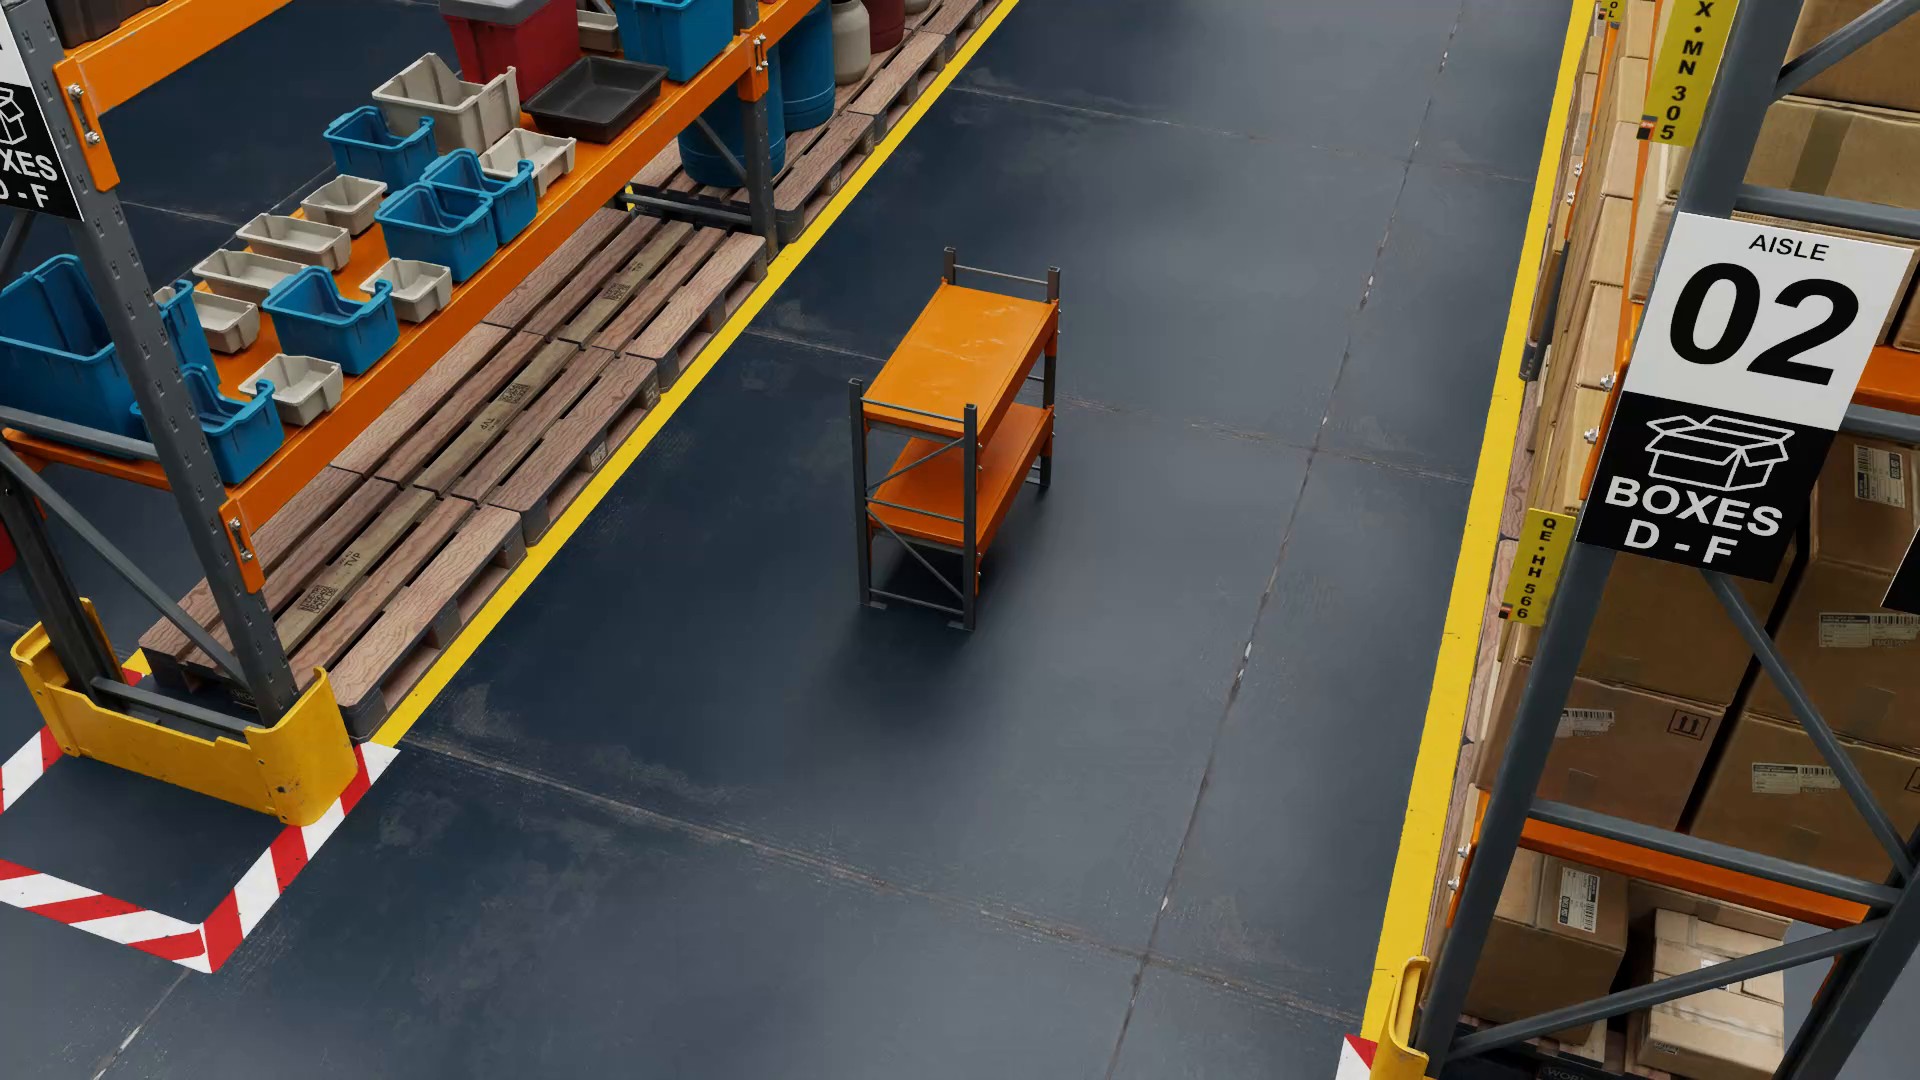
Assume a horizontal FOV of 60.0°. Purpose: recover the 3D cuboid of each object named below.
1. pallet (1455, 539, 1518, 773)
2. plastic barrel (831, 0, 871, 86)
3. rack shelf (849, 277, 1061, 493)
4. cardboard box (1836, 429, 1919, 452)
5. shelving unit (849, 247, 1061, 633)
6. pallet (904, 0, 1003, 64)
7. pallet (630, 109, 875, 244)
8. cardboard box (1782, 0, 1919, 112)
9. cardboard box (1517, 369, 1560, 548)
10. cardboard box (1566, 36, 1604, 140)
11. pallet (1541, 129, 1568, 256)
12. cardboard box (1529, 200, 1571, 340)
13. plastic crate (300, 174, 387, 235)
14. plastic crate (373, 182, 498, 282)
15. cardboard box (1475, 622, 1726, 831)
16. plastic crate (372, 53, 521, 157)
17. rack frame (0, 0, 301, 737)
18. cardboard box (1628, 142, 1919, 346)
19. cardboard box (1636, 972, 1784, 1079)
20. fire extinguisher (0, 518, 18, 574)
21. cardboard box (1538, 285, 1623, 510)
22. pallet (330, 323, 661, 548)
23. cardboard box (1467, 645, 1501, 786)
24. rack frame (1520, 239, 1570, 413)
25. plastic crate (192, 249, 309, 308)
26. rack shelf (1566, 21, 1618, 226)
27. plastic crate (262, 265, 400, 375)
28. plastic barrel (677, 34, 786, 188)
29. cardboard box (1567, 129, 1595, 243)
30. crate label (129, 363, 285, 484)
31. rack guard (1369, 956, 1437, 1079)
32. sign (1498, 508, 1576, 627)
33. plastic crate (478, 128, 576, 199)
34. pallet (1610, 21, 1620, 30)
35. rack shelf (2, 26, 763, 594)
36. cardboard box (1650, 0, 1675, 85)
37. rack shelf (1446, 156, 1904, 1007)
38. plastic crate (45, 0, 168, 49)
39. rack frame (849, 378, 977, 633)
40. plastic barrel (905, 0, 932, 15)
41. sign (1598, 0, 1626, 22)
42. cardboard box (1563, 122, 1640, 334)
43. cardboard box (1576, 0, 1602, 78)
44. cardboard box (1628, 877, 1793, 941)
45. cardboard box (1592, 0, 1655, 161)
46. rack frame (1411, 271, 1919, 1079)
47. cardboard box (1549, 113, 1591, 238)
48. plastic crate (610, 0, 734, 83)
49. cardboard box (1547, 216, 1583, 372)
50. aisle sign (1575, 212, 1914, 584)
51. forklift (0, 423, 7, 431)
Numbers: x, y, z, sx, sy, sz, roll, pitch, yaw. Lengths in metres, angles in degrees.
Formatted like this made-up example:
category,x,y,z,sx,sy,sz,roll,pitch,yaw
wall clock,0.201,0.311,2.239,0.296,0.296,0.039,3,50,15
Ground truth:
category,x,y,z,sx,sy,sz,roll,pitch,yaw
pallet,2.522,0.548,6.445,1.003,0.211,1.213,13,42,15
plastic barrel,-0.759,-3.078,10.139,0.421,0.512,0.421,0,40,0
rack shelf,-0.002,-0.646,6.690,0.538,0.278,1.000,13,42,15
cardboard box,2.377,-0.189,4.314,0.500,0.500,0.500,14,42,16
shelving unit,-0.002,-0.424,6.880,0.538,1.125,1.048,13,42,15
pallet,-0.343,-3.668,11.387,1.003,0.211,1.213,13,42,15
pallet,-1.177,-2.180,9.643,1.003,0.211,1.213,13,42,15
cardboard box,1.966,-1.115,3.087,0.700,0.500,0.500,13,42,15
cardboard box,2.053,-0.230,5.132,0.500,0.500,0.500,14,42,15
cardboard box,3.767,-2.495,9.450,0.500,0.500,0.500,13,42,15
pallet,3.831,-1.868,9.277,1.003,0.211,1.213,13,42,15
cardboard box,3.073,-1.259,8.002,0.500,0.500,0.500,13,42,15
plastic crate,-2.471,-1.334,6.659,0.298,0.136,0.250,13,42,15
plastic crate,-2.004,-1.180,6.404,0.416,0.233,0.300,13,42,15
cardboard box,1.703,0.390,4.405,0.500,0.500,0.500,15,43,16
plastic crate,-2.175,-1.867,7.172,0.437,0.282,0.530,13,42,15
rack frame,-2.848,-0.340,5.337,1.000,3.000,0.127,13,42,15
cardboard box,1.733,-0.694,3.557,0.500,0.250,0.500,13,42,15
cardboard box,2.272,1.500,5.039,0.380,0.149,0.250,13,42,15
fire extinguisher,-3.327,-0.178,5.494,0.296,0.674,0.183,13,42,15
cardboard box,1.871,-0.298,4.440,0.500,0.500,0.500,14,43,16
pallet,-2.111,-0.515,7.691,1.003,0.211,1.213,13,42,15
cardboard box,2.113,0.681,5.920,0.500,0.250,0.500,13,42,15
rack frame,3.173,-1.678,6.906,1.000,3.000,0.127,13,42,15
plastic crate,-2.627,-0.974,6.237,0.396,0.136,0.243,13,42,15
rack shelf,3.857,-2.624,8.569,1.077,0.370,4.000,13,42,15
plastic crate,-2.229,-0.778,5.934,0.416,0.233,0.300,13,42,15
plastic barrel,-1.278,-2.469,9.126,0.600,0.901,0.708,13,42,15
cardboard box,2.743,-1.466,6.580,0.500,0.500,0.500,14,43,16
crate label,-2.454,-0.377,5.463,0.416,0.233,0.303,13,42,15
rack guard,1.831,1.666,4.912,1.175,0.500,0.348,13,42,15
sign,1.291,0.066,3.727,0.100,0.325,0.005,13,42,15
plastic crate,-1.793,-1.573,6.940,0.293,0.136,0.466,13,42,15
pallet,3.880,-2.858,8.436,1.003,0.211,1.213,13,42,15
rack shelf,-2.164,-1.286,7.001,1.077,0.370,4.000,13,42,15
cardboard box,2.073,-1.305,4.273,0.500,0.250,0.500,13,42,15
rack shelf,2.489,-0.185,5.709,1.077,0.370,4.000,13,42,15
plastic crate,-2.454,-1.604,4.609,0.497,0.269,0.590,13,42,15
rack frame,-0.176,-0.114,6.517,0.500,1.125,0.032,13,42,15
plastic barrel,-0.373,-3.766,10.947,0.421,0.512,0.421,0,40,0
sign,2.650,-2.240,6.672,0.100,0.325,0.005,13,42,15
cardboard box,2.220,-0.928,5.179,0.500,0.500,0.500,15,43,16
cardboard box,4.117,-3.120,10.183,0.500,0.500,0.500,15,43,17
cardboard box,2.429,1.067,5.468,0.500,0.250,0.500,13,42,15
cardboard box,2.572,-1.557,5.916,0.500,0.500,0.500,12,42,14
rack frame,1.805,0.762,4.046,1.000,3.000,0.127,13,42,15
cardboard box,3.421,-1.864,8.711,0.500,0.500,0.500,14,42,16
plastic crate,-1.319,-2.436,7.760,0.392,0.384,0.575,13,42,15
cardboard box,2.398,-0.848,5.856,0.500,0.500,0.500,13,42,15
aisle sign,1.494,-0.254,3.233,0.394,0.787,0.004,13,42,15
forklift,-4.857,-1.064,6.239,1.130,2.935,3.031,14,42,15
